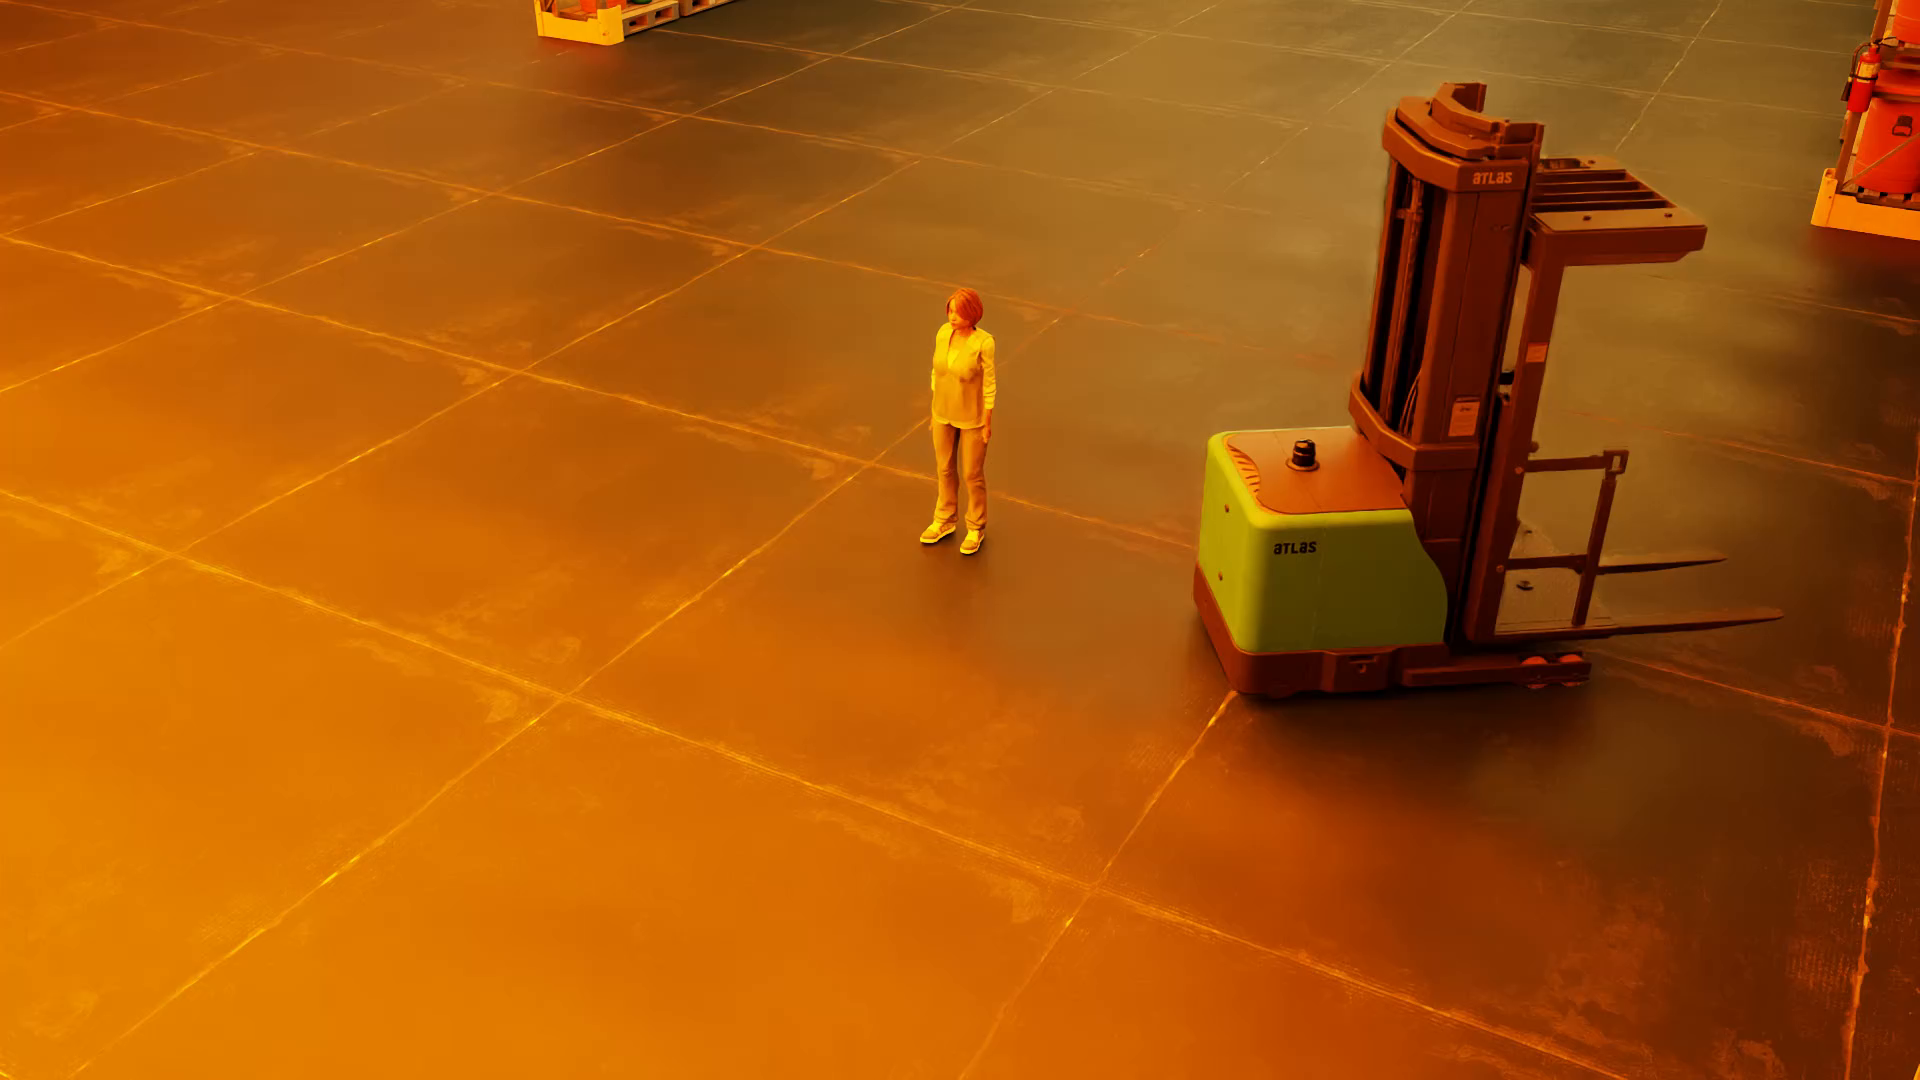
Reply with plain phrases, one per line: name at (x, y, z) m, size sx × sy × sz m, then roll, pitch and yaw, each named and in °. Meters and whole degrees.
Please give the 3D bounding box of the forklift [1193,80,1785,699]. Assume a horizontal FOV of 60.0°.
forklift at (2.855, -0.756, 8.380) m, size 3.031 × 2.935 × 1.130 m, roll -3°, pitch 30°, yaw -5°

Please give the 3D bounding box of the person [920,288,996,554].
person at (0.002, -0.691, 9.602) m, size 0.409 × 1.602 × 0.327 m, roll 15°, pitch 33°, yaw 25°
